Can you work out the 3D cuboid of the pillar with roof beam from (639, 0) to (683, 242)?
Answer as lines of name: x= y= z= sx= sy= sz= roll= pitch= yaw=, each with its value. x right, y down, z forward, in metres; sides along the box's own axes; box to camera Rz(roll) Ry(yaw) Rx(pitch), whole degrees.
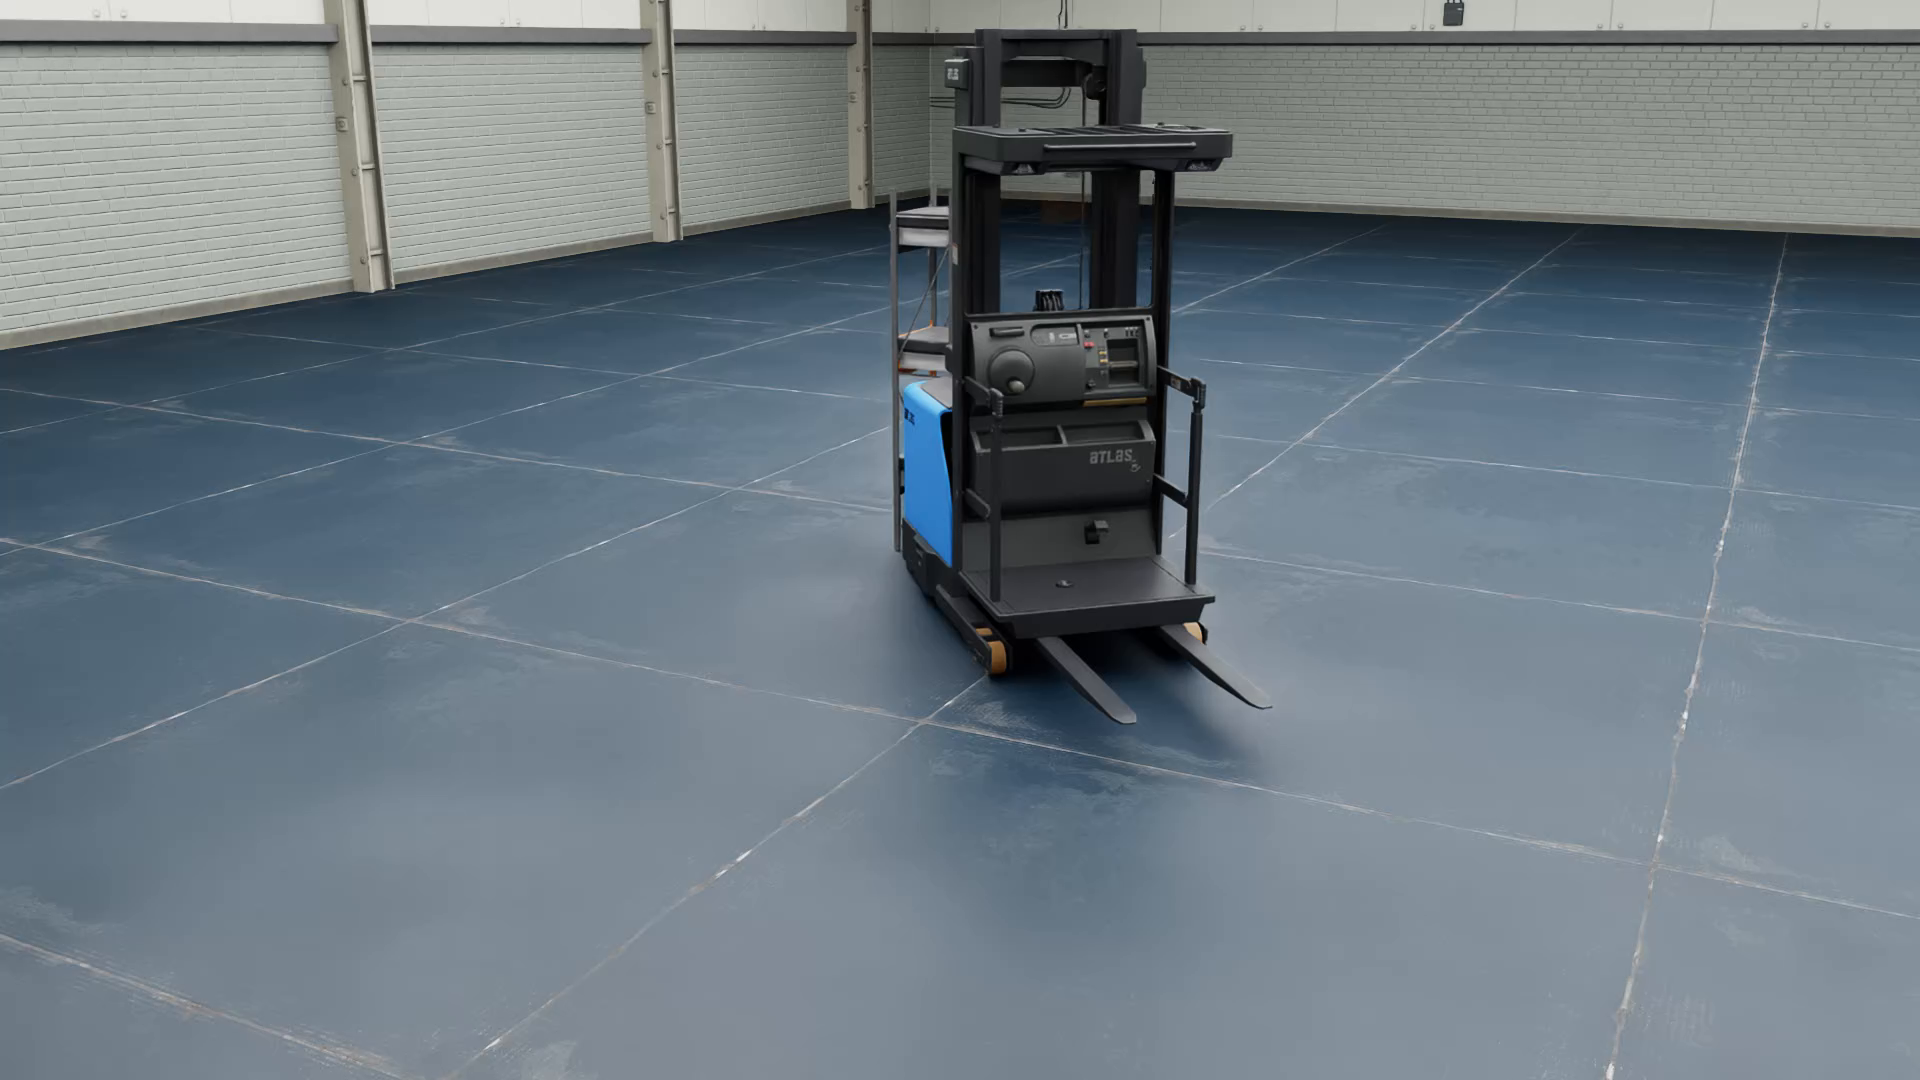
pillar with roof beam: x=-0.627 y=-8.351 z=22.334 sx=9.100 sy=9.000 sz=0.400 roll=8 pitch=18 yaw=25

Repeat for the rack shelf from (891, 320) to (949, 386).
rack shelf: x=-0.099 y=-0.974 z=9.663 sx=0.431 sy=0.518 sz=0.480 roll=8 pitch=18 yaw=25

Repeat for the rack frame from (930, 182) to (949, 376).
rack frame: x=0.009 y=-1.049 z=9.869 sx=0.400 sy=2.100 sz=0.015 roll=8 pitch=18 yaw=25

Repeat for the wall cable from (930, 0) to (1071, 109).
wall cable: x=0.702 y=-9.520 z=31.726 sx=3.097 sy=2.526 sz=0.112 roll=8 pitch=18 yaw=25

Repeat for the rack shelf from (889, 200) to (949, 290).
rack shelf: x=-0.099 y=-1.645 z=9.464 sx=0.431 sy=0.518 sz=0.480 roll=8 pitch=18 yaw=25

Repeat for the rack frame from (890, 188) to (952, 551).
rack frame: x=-0.207 y=-0.925 z=9.450 sx=0.400 sy=2.100 sz=0.015 roll=8 pitch=18 yaw=25

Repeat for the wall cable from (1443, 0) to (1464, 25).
wall cable: x=9.188 y=-11.427 z=26.720 sx=2.305 sy=6.003 sz=0.169 roll=8 pitch=18 yaw=25

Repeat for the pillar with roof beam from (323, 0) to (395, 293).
pillar with roof beam: x=-3.308 y=-6.822 z=17.189 sx=9.100 sy=9.000 sz=0.400 roll=8 pitch=18 yaw=25

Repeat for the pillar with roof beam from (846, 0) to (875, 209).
pillar with roof beam: x=2.054 y=-9.879 z=27.480 sx=9.100 sy=9.000 sz=0.400 roll=8 pitch=18 yaw=25

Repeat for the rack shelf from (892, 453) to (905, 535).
rack shelf: x=-0.099 y=-0.303 z=9.863 sx=0.431 sy=0.518 sz=0.480 roll=8 pitch=18 yaw=25

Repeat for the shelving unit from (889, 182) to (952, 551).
shelving unit: x=-0.099 y=-0.987 z=9.660 sx=0.431 sy=2.100 sz=0.503 roll=8 pitch=18 yaw=25

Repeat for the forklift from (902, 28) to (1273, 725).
forklift: x=0.567 y=-0.887 z=7.863 sx=1.130 sy=2.935 sz=3.031 roll=-5 pitch=17 yaw=-15
